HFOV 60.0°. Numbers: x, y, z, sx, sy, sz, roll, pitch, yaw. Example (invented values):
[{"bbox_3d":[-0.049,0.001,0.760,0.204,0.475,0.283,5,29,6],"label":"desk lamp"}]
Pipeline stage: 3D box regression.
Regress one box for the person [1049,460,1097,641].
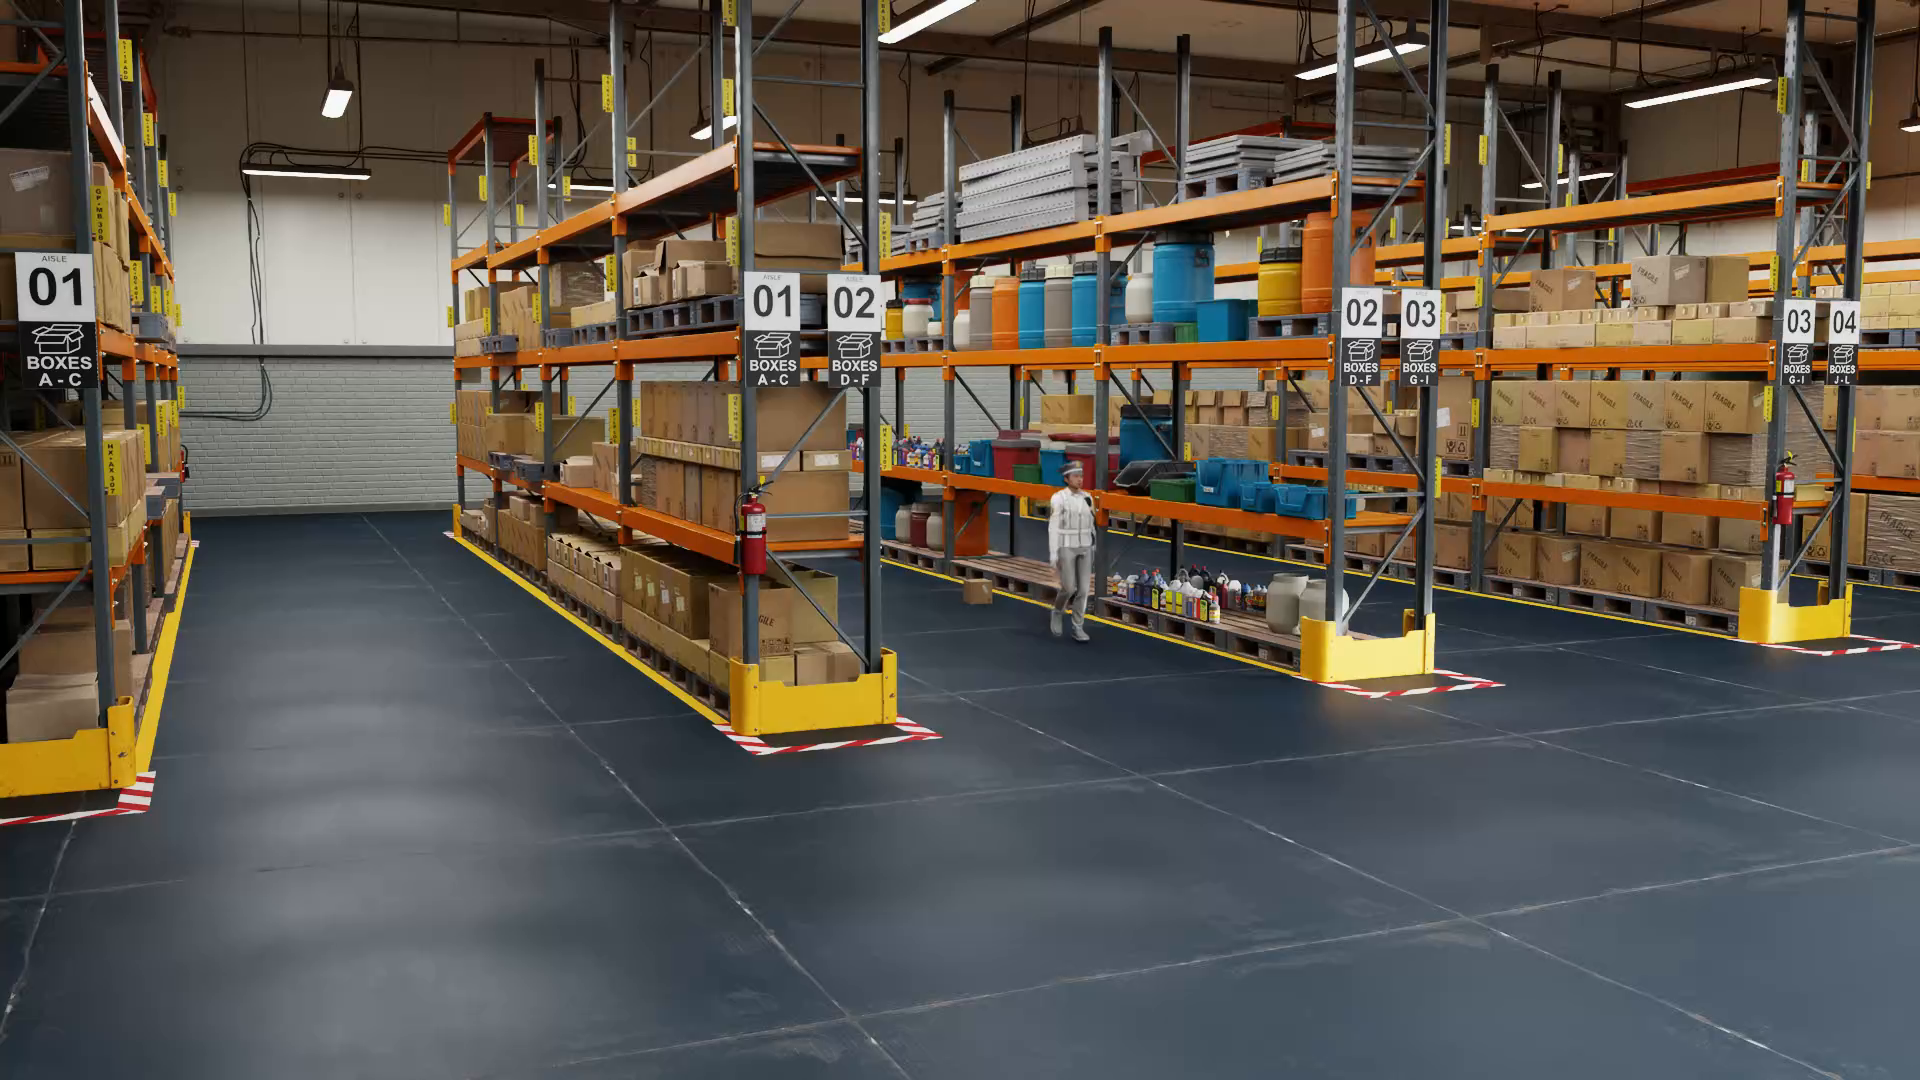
[{"bbox_3d":[1.060,0.093,15.594,0.462,1.684,0.455,-2,6,-24],"label":"person"}]
